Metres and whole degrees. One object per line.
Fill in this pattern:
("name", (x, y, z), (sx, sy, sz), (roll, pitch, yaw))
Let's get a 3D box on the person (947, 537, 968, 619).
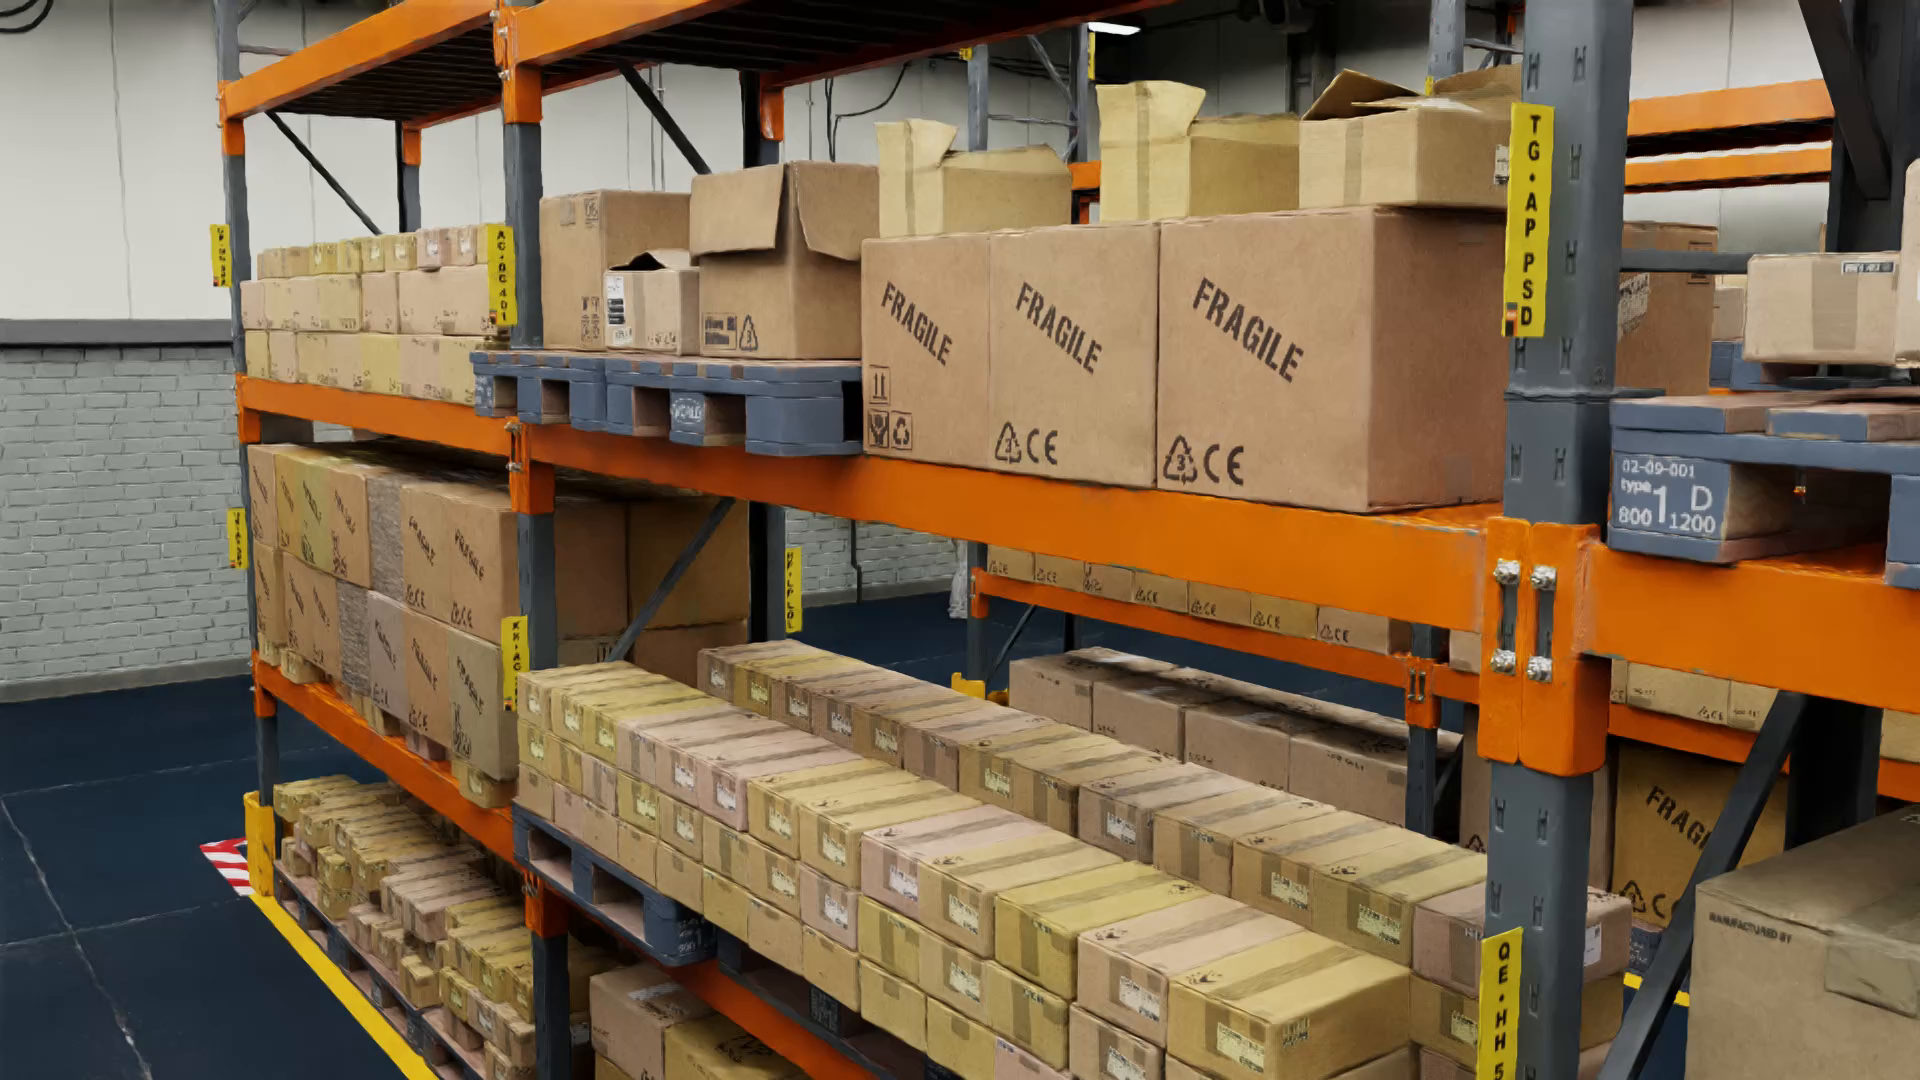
("person", (0.057, -0.080, 17.315), (0.526, 1.763, 0.681), (-3, 8, -21))
